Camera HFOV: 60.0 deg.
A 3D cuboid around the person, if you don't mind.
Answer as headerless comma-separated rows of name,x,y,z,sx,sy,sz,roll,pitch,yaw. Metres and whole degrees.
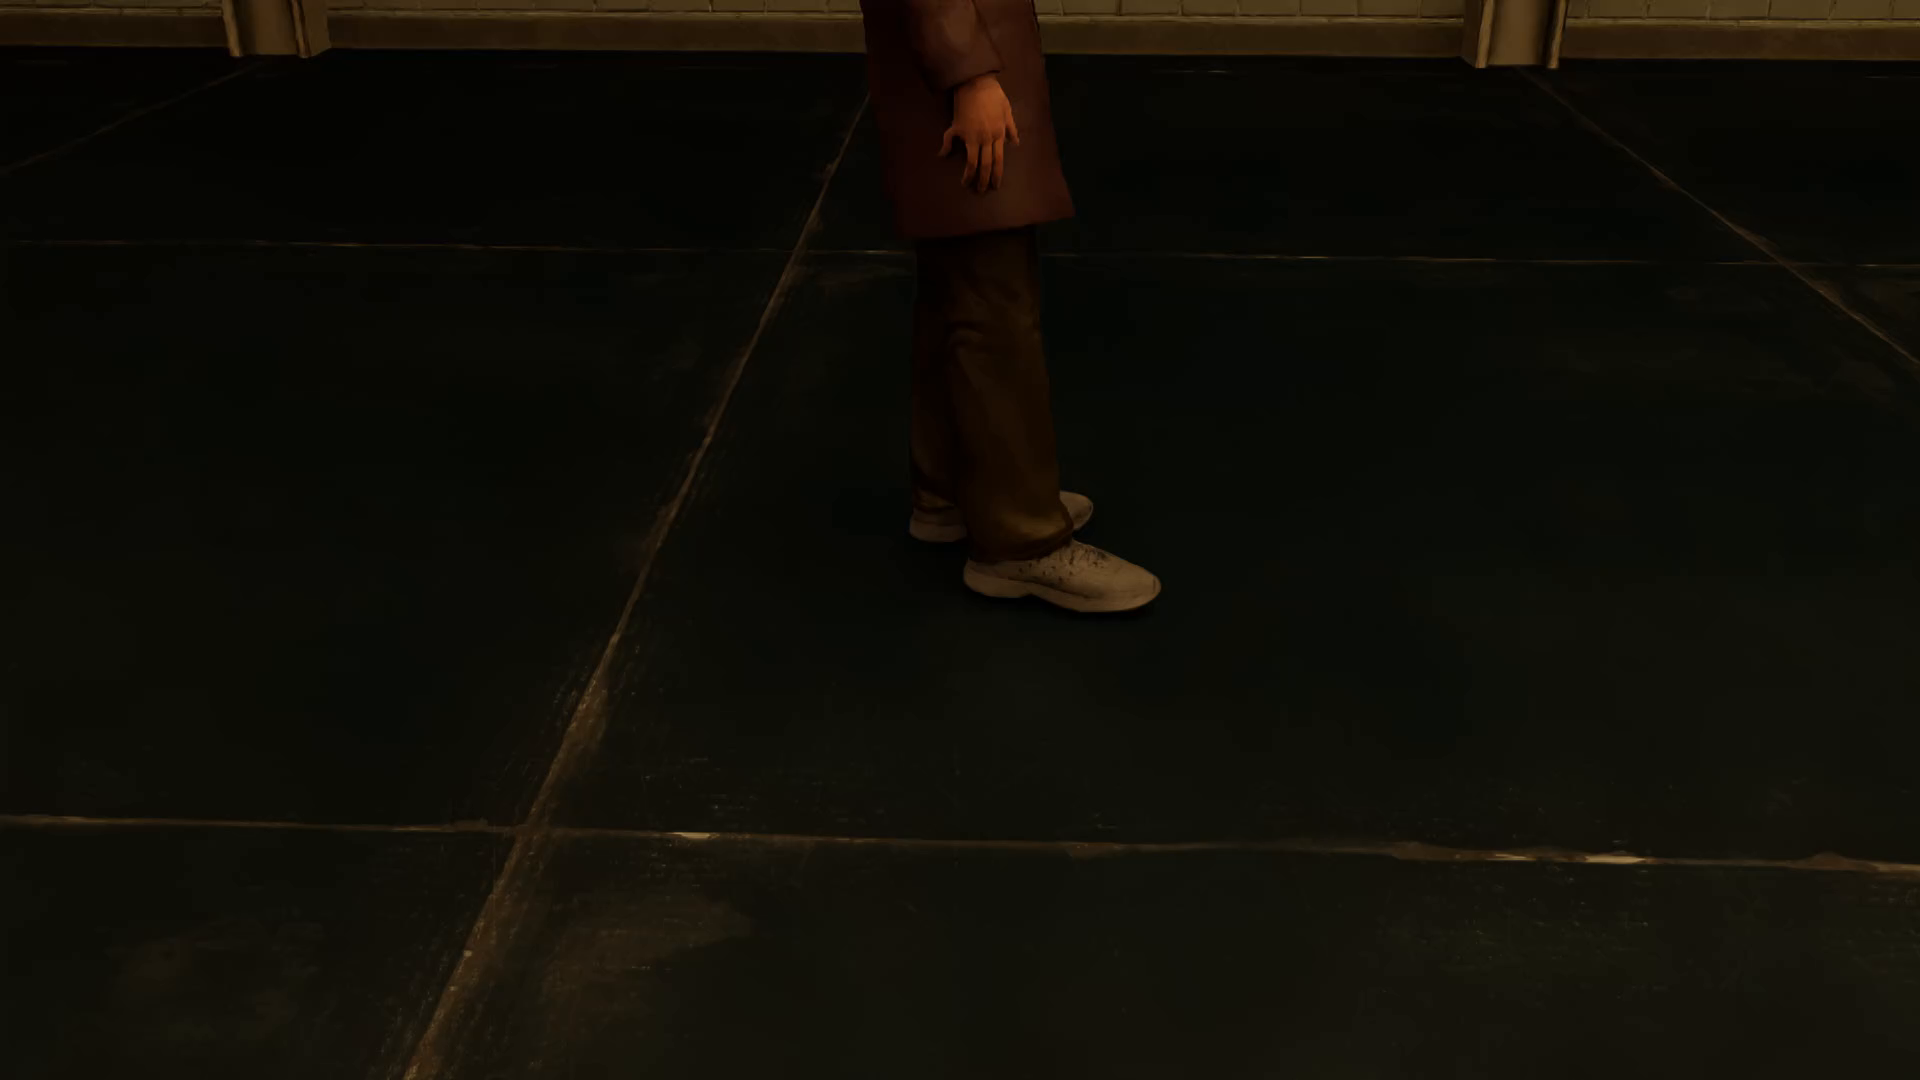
person,0.091,-0.800,2.928,0.580,1.776,0.694,1,26,2
